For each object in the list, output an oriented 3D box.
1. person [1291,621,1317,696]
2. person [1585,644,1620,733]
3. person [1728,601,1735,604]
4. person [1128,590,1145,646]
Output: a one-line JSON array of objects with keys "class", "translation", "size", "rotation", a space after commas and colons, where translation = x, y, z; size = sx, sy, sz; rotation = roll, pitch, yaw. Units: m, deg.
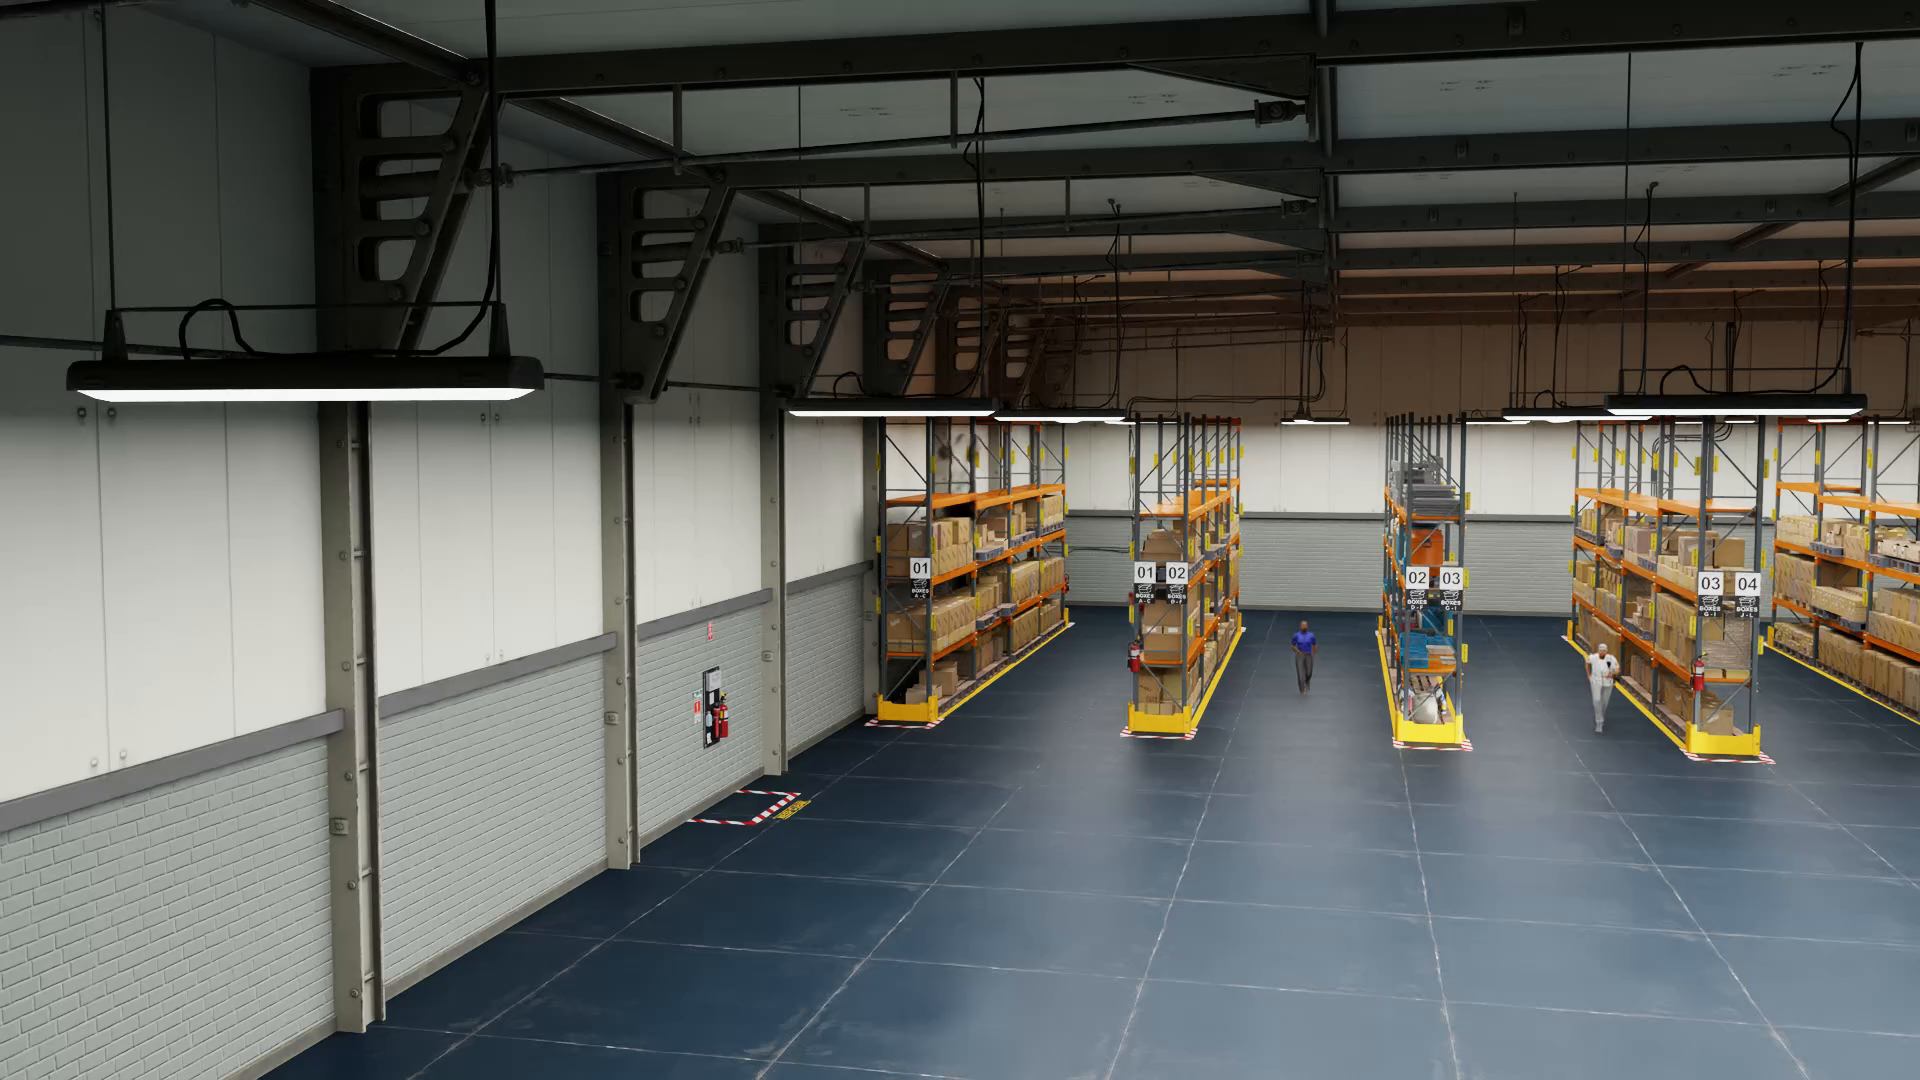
[{"class": "person", "translation": [7.332, 2.528, 35.392], "size": [0.570, 1.617, 0.553], "rotation": [0, 4, 6]}, {"class": "person", "translation": [12.210, 2.777, 31.622], "size": [0.607, 1.672, 1.028], "rotation": [1, 4, 16]}, {"class": "person", "translation": [20.053, 1.916, 43.490], "size": [0.699, 1.748, 0.672], "rotation": [2, 5, 31]}, {"class": "person", "translation": [4.671, 1.951, 43.324], "size": [0.645, 1.673, 0.918], "rotation": [1, 4, 13]}]
